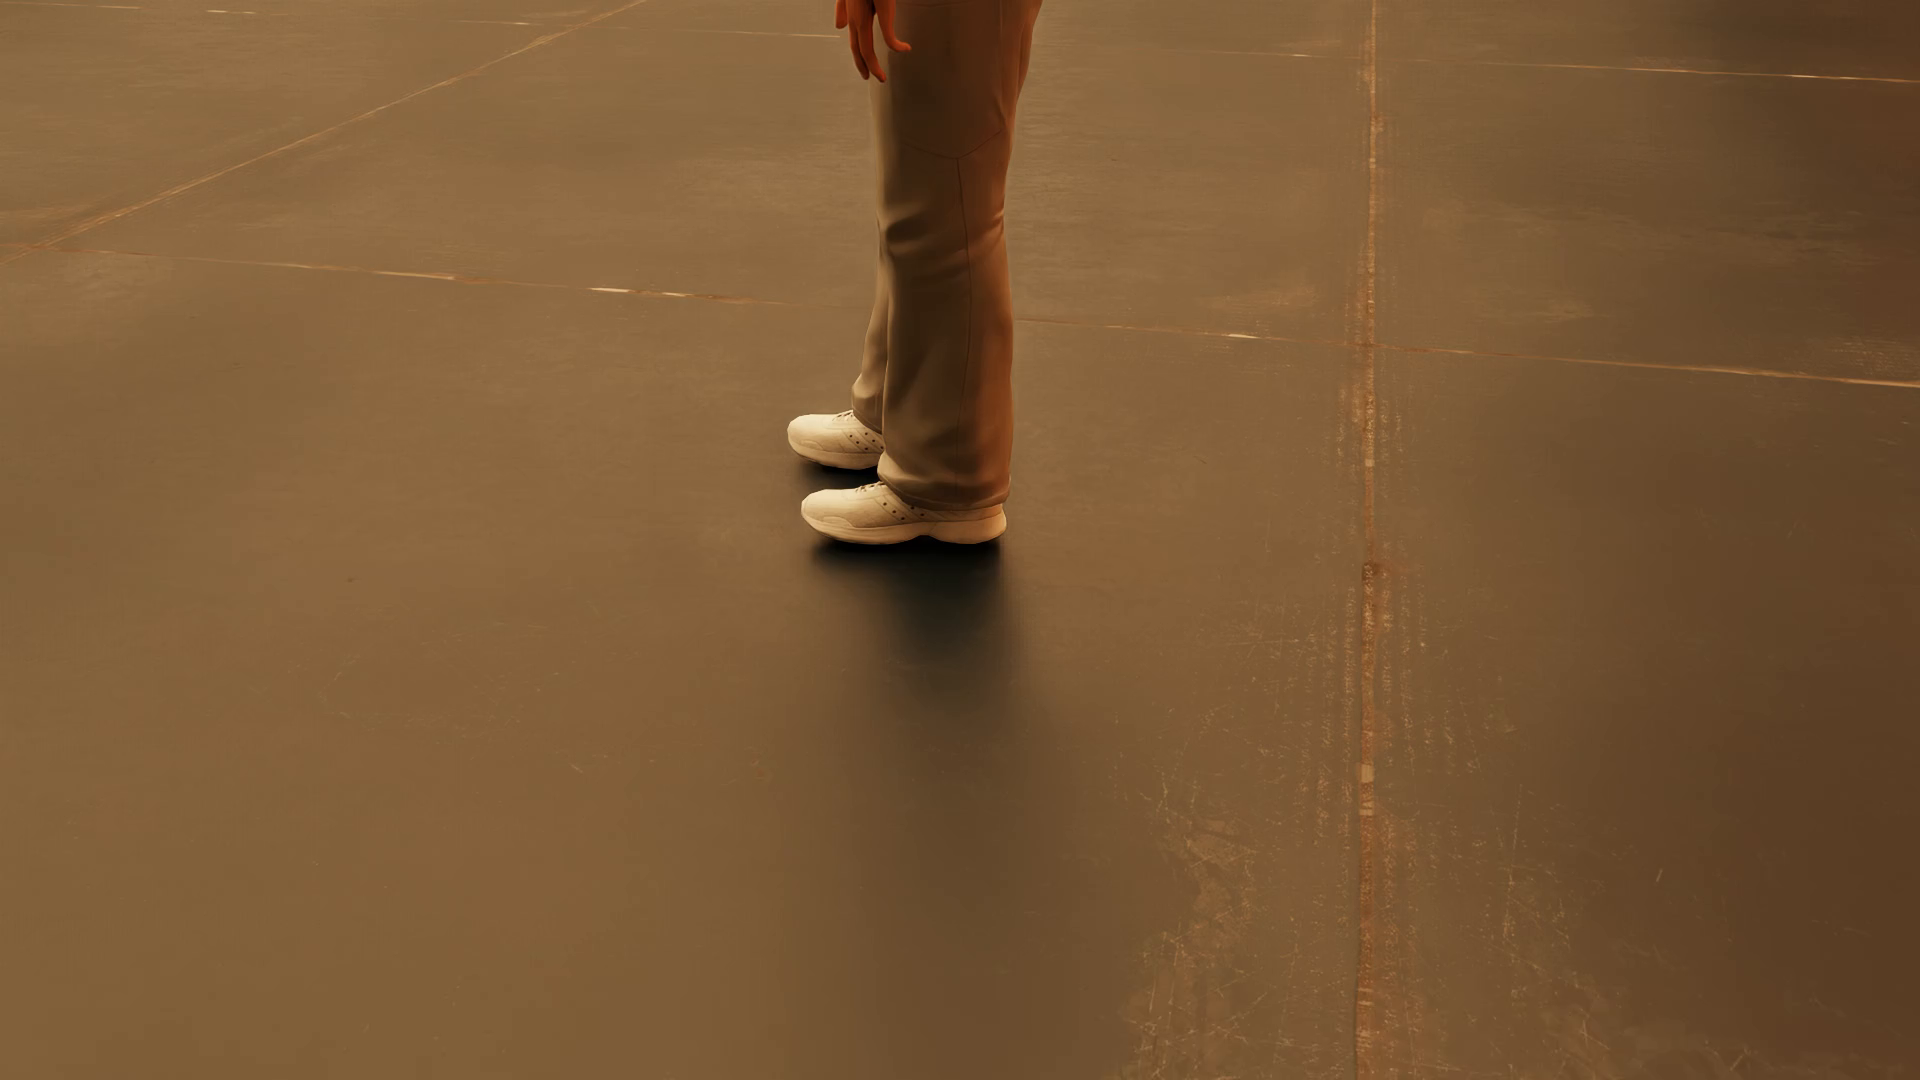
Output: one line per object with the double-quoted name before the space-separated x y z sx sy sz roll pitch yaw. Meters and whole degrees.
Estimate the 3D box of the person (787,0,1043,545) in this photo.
"person" -0.069 -0.768 2.146 0.548 1.673 0.549 6 27 11
